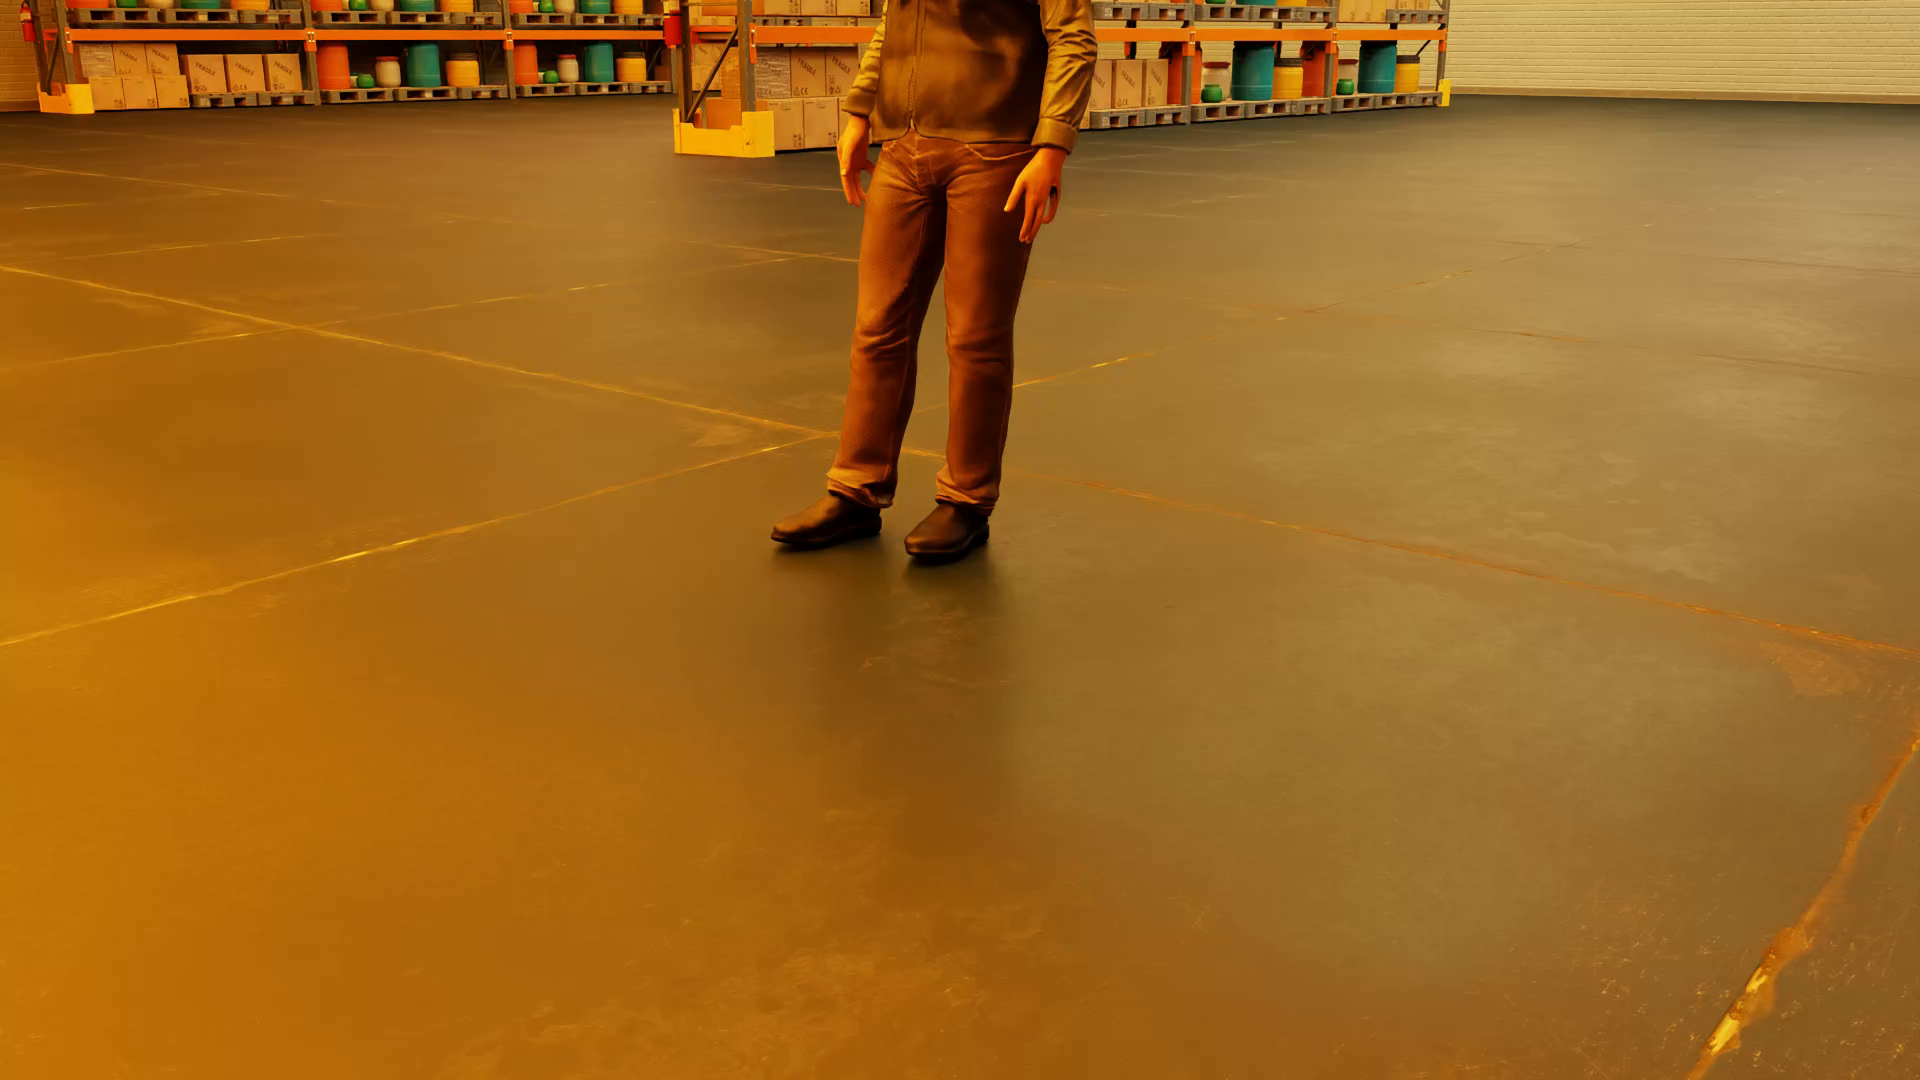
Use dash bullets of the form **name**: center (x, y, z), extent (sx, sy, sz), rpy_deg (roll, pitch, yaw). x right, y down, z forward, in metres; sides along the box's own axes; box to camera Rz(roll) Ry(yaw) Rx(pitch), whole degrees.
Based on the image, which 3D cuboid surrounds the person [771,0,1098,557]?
- **person**: center (-0.046, -0.818, 3.649), extent (0.632, 1.720, 0.568), rpy_deg (13, 21, 37)
